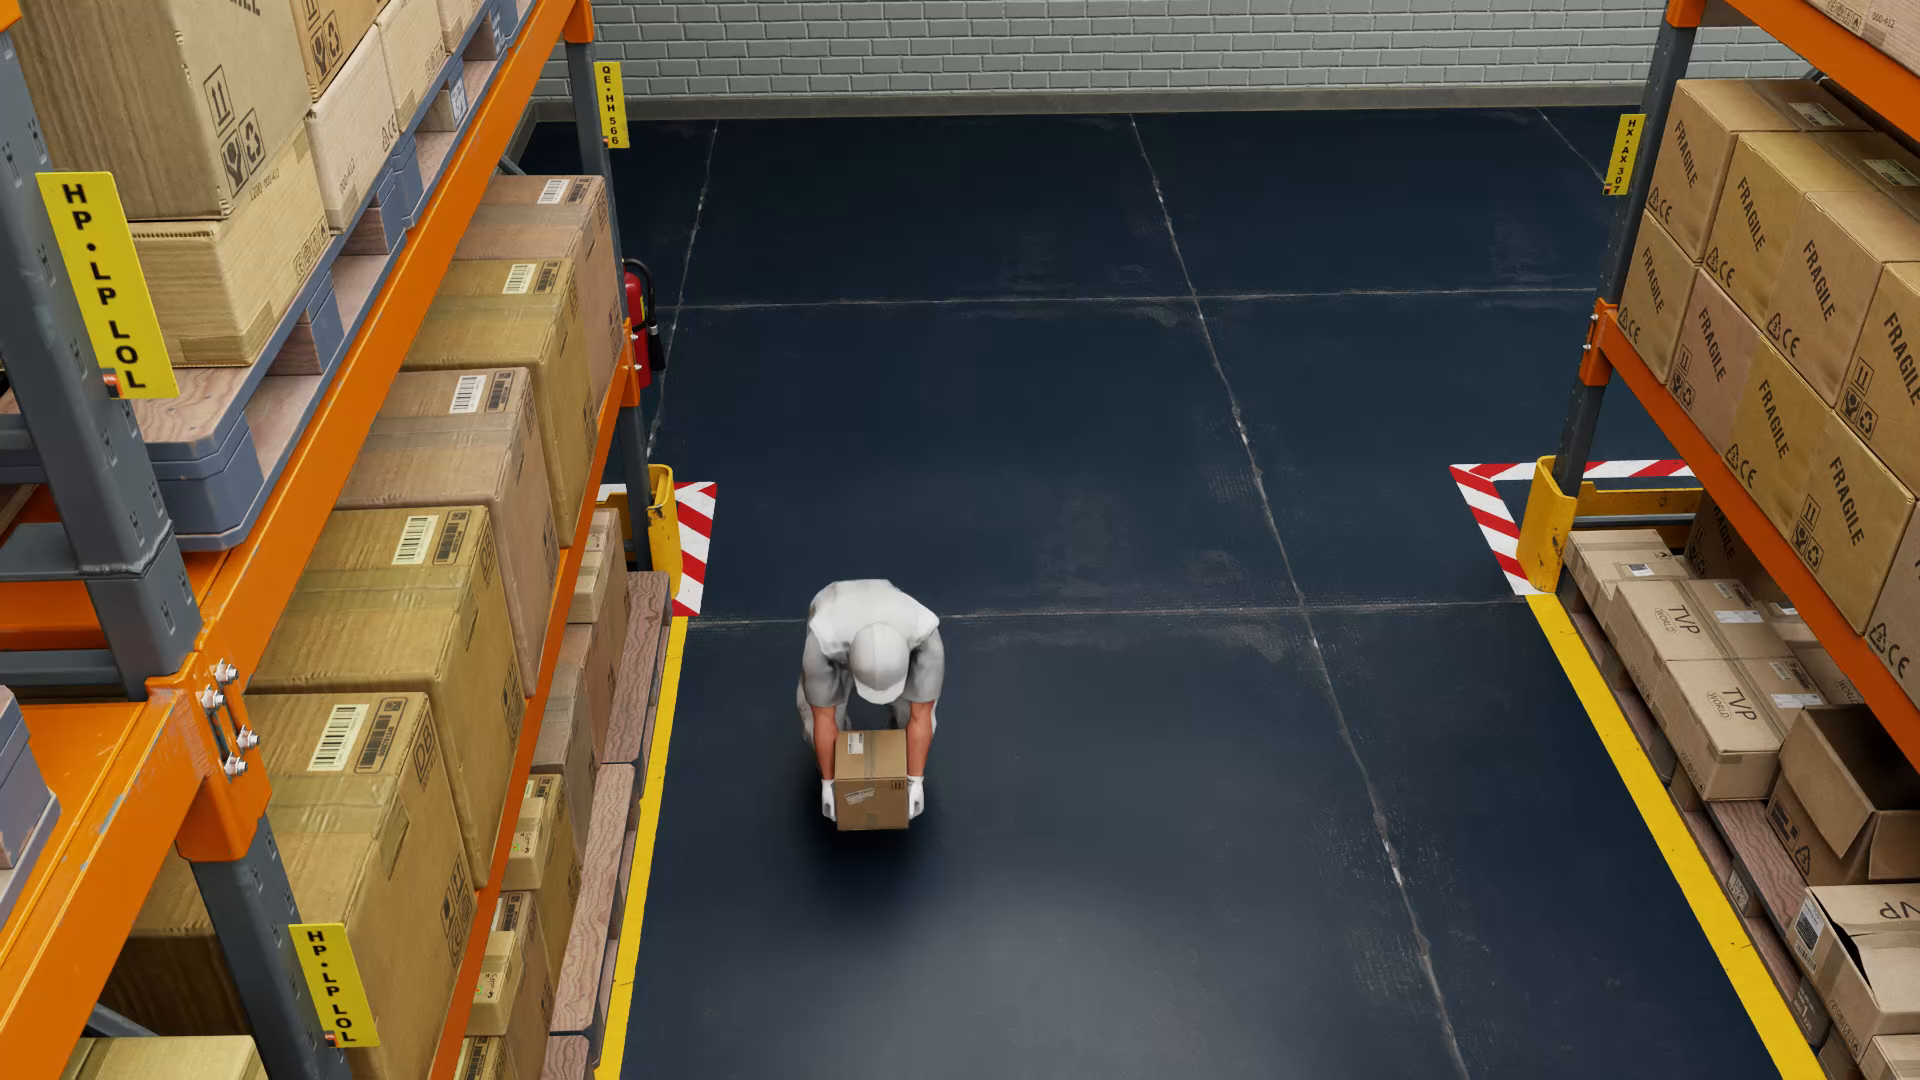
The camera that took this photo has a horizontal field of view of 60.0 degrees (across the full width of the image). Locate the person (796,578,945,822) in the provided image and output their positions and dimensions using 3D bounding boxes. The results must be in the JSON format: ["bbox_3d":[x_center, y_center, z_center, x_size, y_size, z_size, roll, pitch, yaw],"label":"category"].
[{"bbox_3d":[-0.332,0.522,6.078,0.542,0.993,0.907,-2,35,-3],"label":"person"}]
